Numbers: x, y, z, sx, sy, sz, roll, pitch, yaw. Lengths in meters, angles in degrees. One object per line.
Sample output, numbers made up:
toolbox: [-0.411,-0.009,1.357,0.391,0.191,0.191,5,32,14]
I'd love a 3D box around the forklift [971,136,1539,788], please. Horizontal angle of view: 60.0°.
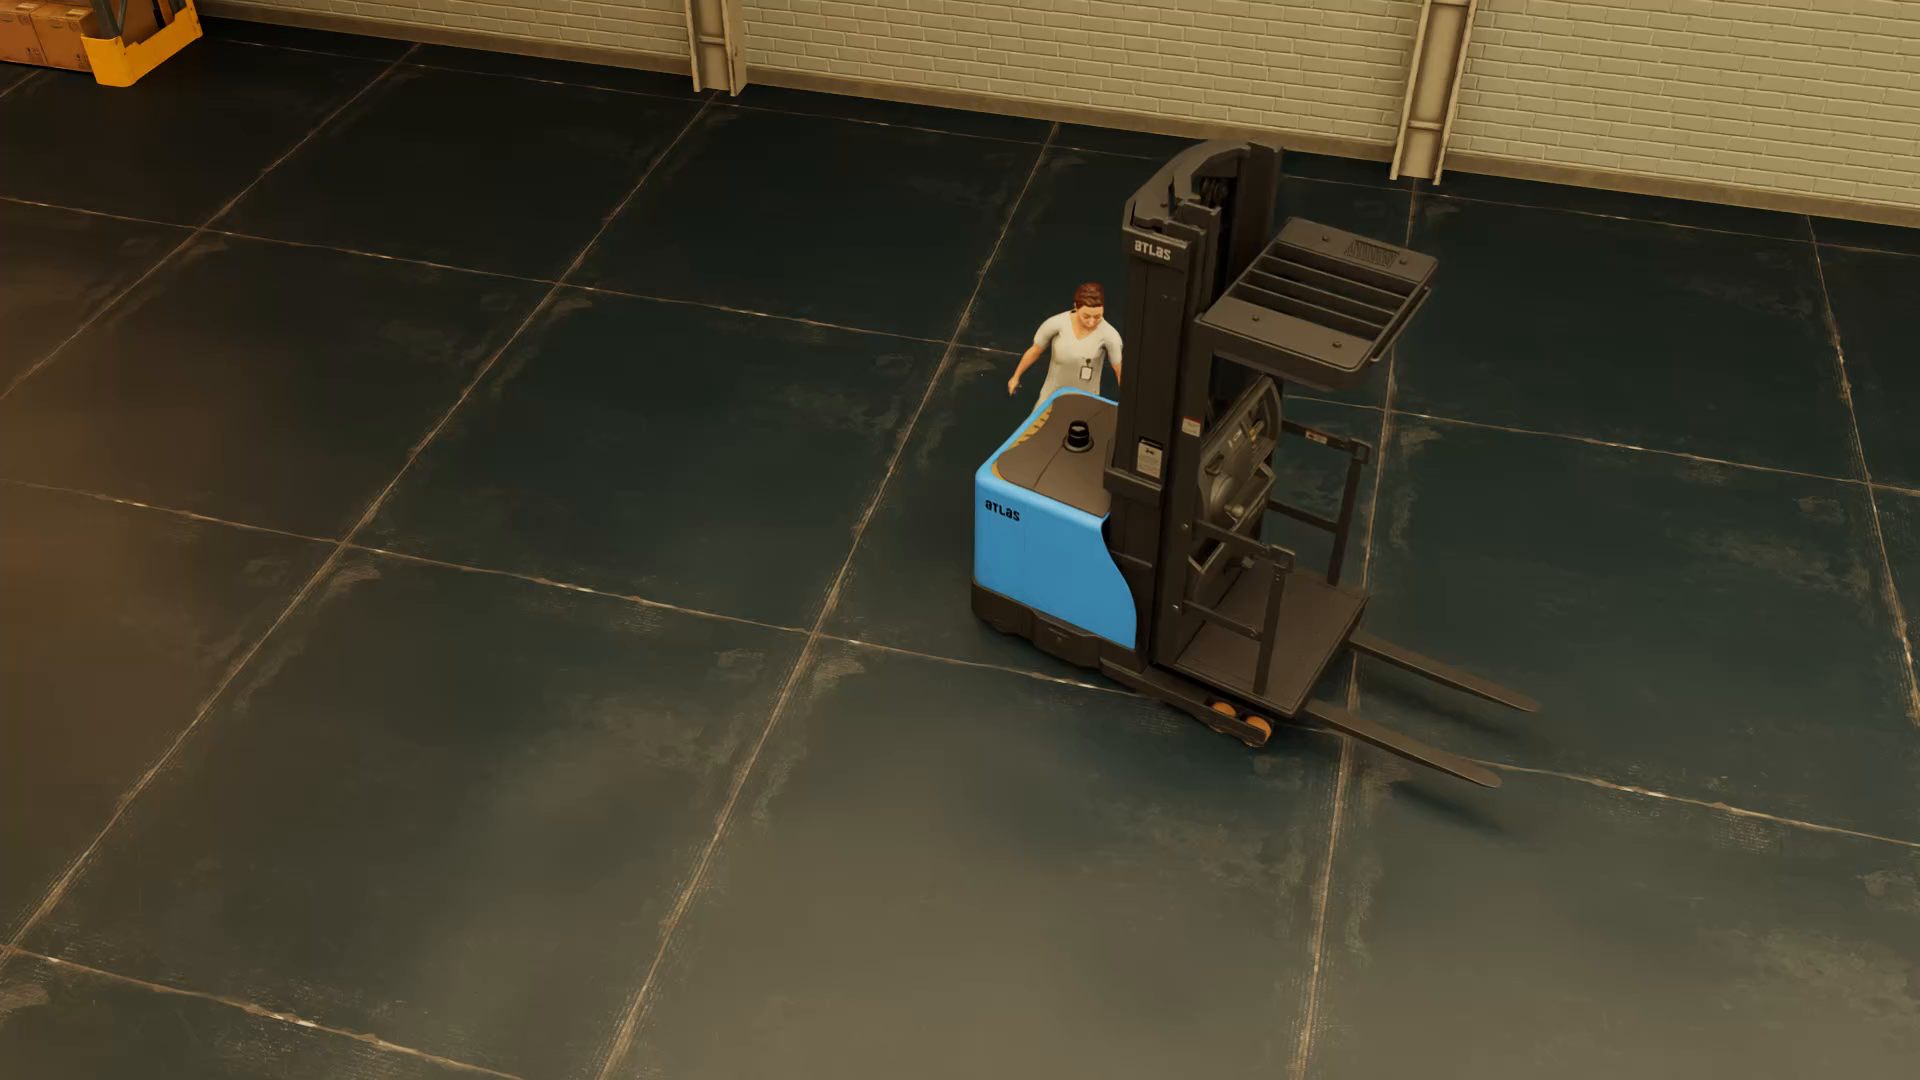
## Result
forklift: [1.587,-0.406,8.325,3.031,2.935,1.130,22,46,23]

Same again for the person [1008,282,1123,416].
person: [0.660,-0.848,9.860,0.797,1.589,0.494,10,42,11]
